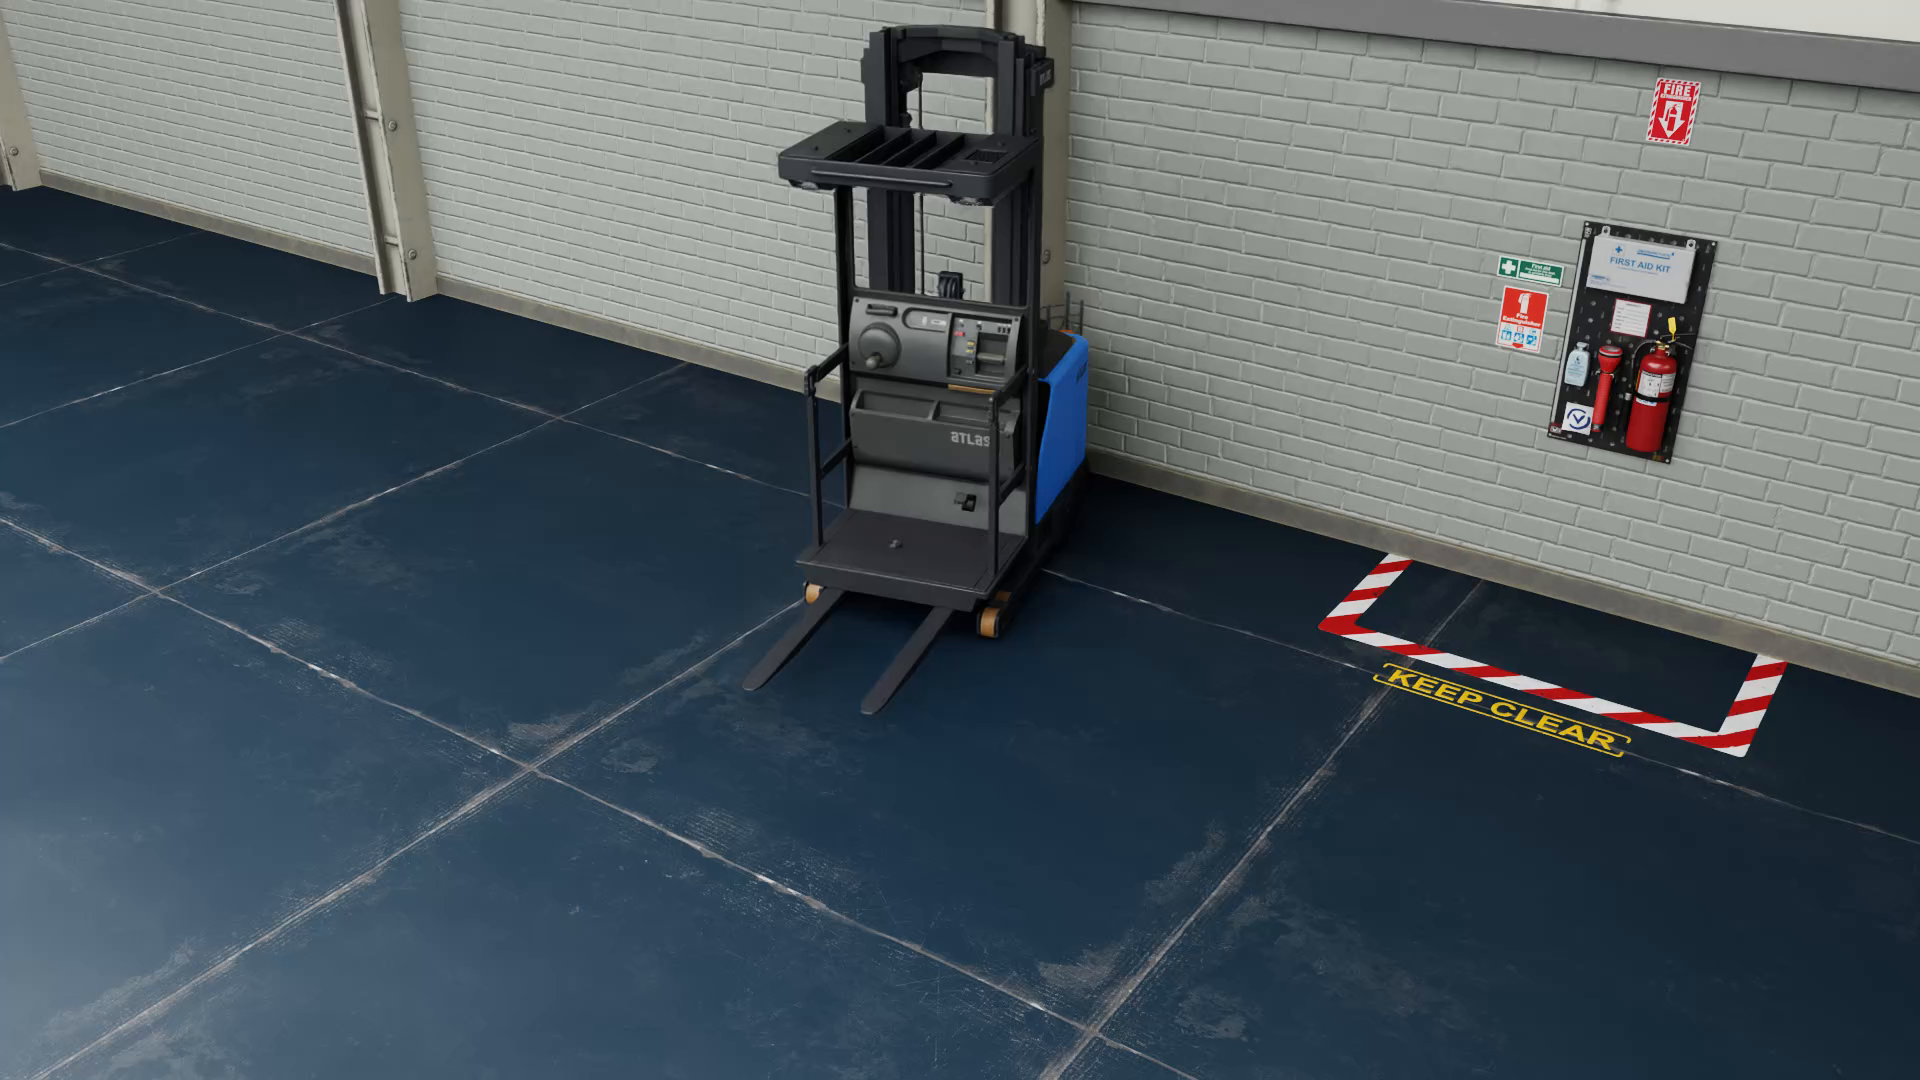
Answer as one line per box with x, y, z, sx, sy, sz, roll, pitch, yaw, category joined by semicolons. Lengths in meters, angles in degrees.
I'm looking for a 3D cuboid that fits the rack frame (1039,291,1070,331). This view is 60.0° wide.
0.553;-0.949;10.292;0.240;1.200;0.006;-11;29;-21;rack frame

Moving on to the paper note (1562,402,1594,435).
3.217;-0.631;8.655;0.142;0.148;0.016;17;32;30;paper note

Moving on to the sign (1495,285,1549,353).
2.927;-1.149;8.662;0.234;0.329;0.001;17;32;30;sign

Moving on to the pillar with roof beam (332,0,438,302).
-6.989;-4.450;8.572;0.400;9.000;9.100;17;32;30;pillar with roof beam

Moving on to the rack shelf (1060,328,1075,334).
0.590;-1.192;10.074;0.258;0.103;0.180;-11;29;-21;rack shelf

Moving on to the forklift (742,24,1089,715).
-0.206;-0.999;8.482;1.130;2.935;3.031;9;28;18;forklift

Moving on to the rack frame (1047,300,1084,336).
0.626;-0.873;10.142;0.240;1.200;0.006;-11;29;-21;rack frame

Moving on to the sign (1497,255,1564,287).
2.925;-1.381;8.533;0.331;0.109;0.001;17;32;30;sign

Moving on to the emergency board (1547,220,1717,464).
3.324;-0.953;8.315;0.643;1.169;0.194;17;32;30;emergency board

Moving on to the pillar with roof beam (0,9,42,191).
-11.935;-5.990;11.599;0.400;9.000;9.100;17;32;30;pillar with roof beam

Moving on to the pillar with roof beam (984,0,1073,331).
-2.044;-2.909;5.544;0.400;9.000;9.100;17;32;30;pillar with roof beam

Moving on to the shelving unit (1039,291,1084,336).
0.590;-0.911;10.217;0.258;1.200;0.189;-11;29;-21;shelving unit

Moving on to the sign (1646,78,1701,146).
3.374;-2.025;7.867;0.199;0.298;0.001;17;32;30;sign
